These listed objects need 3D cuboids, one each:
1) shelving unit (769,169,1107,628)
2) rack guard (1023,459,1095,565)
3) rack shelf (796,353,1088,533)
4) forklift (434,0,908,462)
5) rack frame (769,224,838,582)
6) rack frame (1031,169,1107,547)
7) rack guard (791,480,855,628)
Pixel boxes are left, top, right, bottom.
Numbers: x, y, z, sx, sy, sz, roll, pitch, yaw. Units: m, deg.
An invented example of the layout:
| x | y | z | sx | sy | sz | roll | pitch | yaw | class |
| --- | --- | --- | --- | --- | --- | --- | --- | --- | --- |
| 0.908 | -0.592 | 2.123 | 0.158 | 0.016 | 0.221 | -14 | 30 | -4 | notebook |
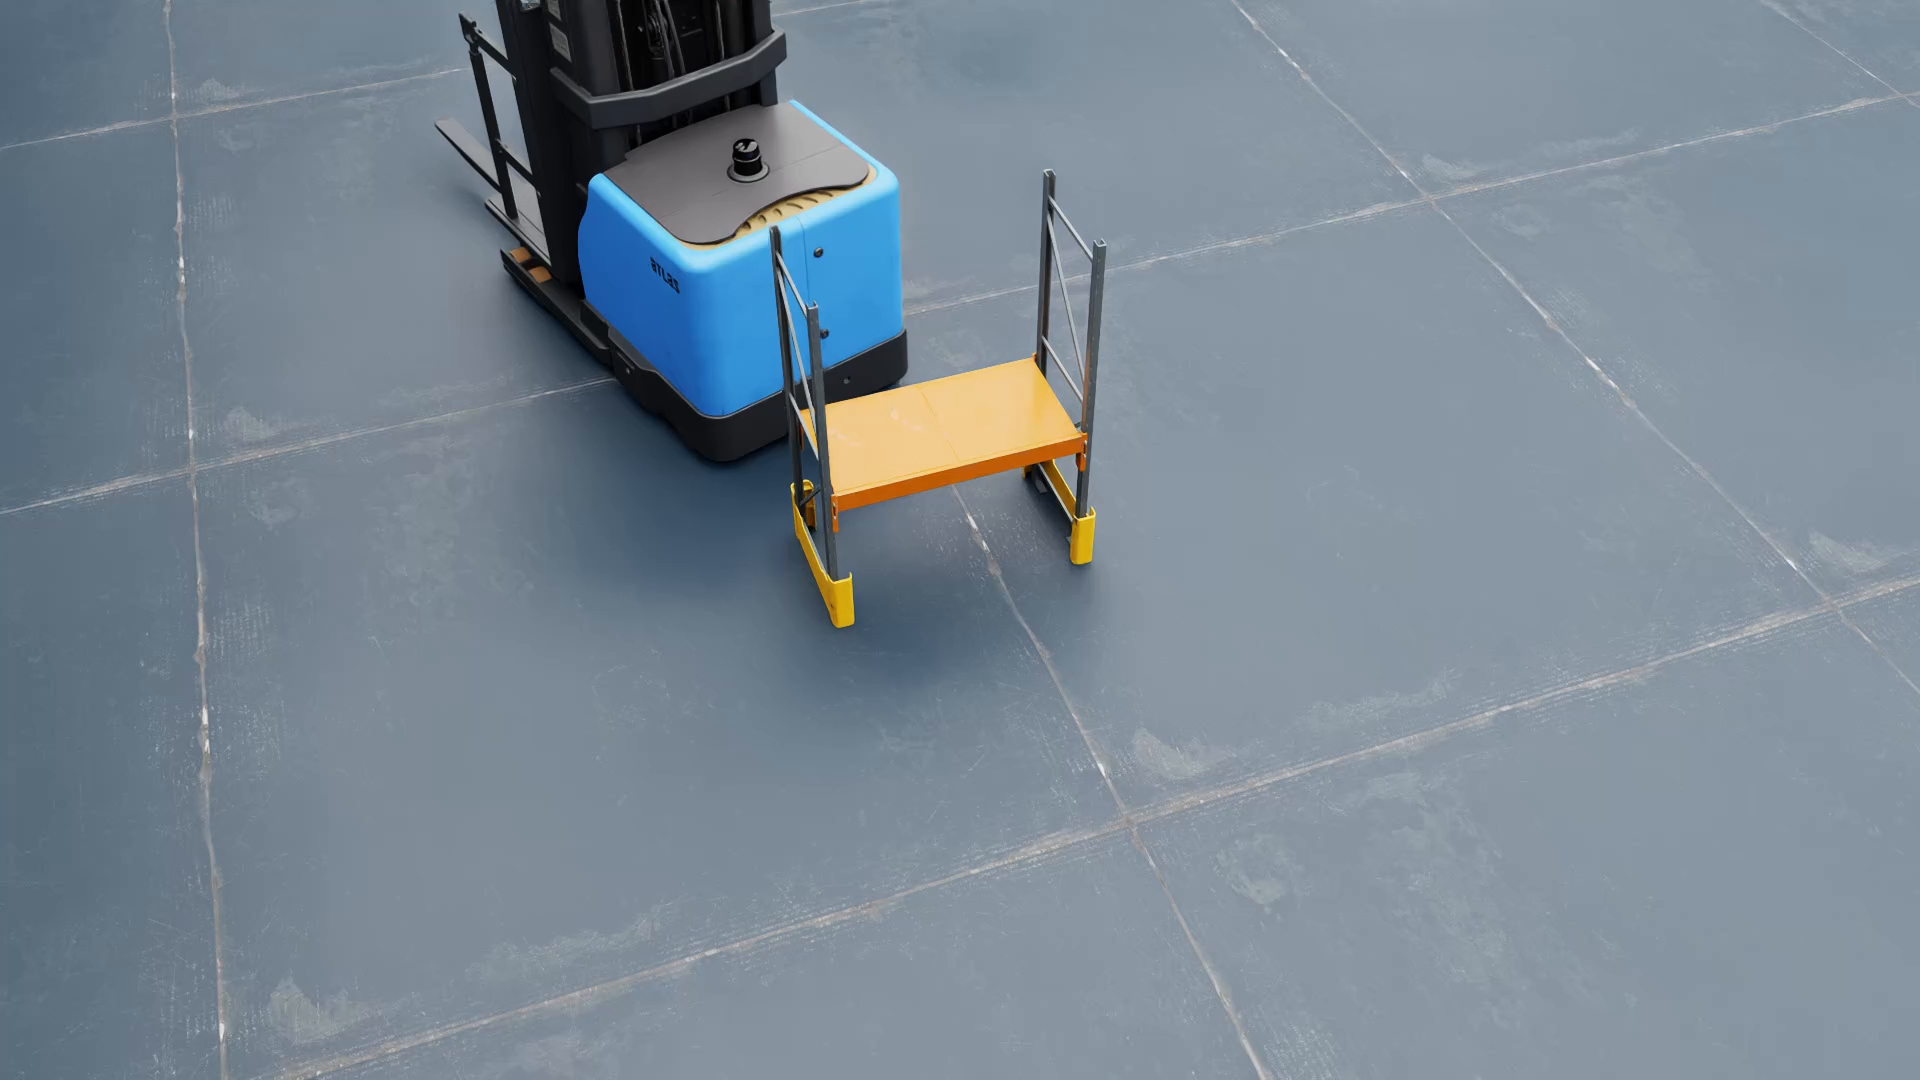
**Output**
| x | y | z | sx | sy | sz | roll | pitch | yaw | class |
| --- | --- | --- | --- | --- | --- | --- | --- | --- | --- |
| -0.072 | -0.511 | 6.201 | 1.083 | 1.500 | 0.587 | -14 | 47 | -14 | shelving unit |
| 0.397 | -0.190 | 6.763 | 0.087 | 0.250 | 0.587 | -14 | 47 | -14 | rack guard |
| -0.080 | -0.382 | 6.326 | 1.000 | 0.185 | 0.538 | -14 | 47 | -14 | rack shelf |
| -1.532 | -2.356 | 7.029 | 1.130 | 2.935 | 3.031 | -29 | 52 | -26 | forklift |
| -0.558 | -0.387 | 6.076 | 0.032 | 1.500 | 0.500 | -14 | 47 | -14 | rack frame |
| 0.398 | -0.631 | 6.320 | 0.032 | 1.500 | 0.500 | -14 | 47 | -14 | rack frame |
| -0.540 | 0.050 | 6.524 | 0.087 | 0.250 | 0.587 | -14 | 47 | -14 | rack guard |
